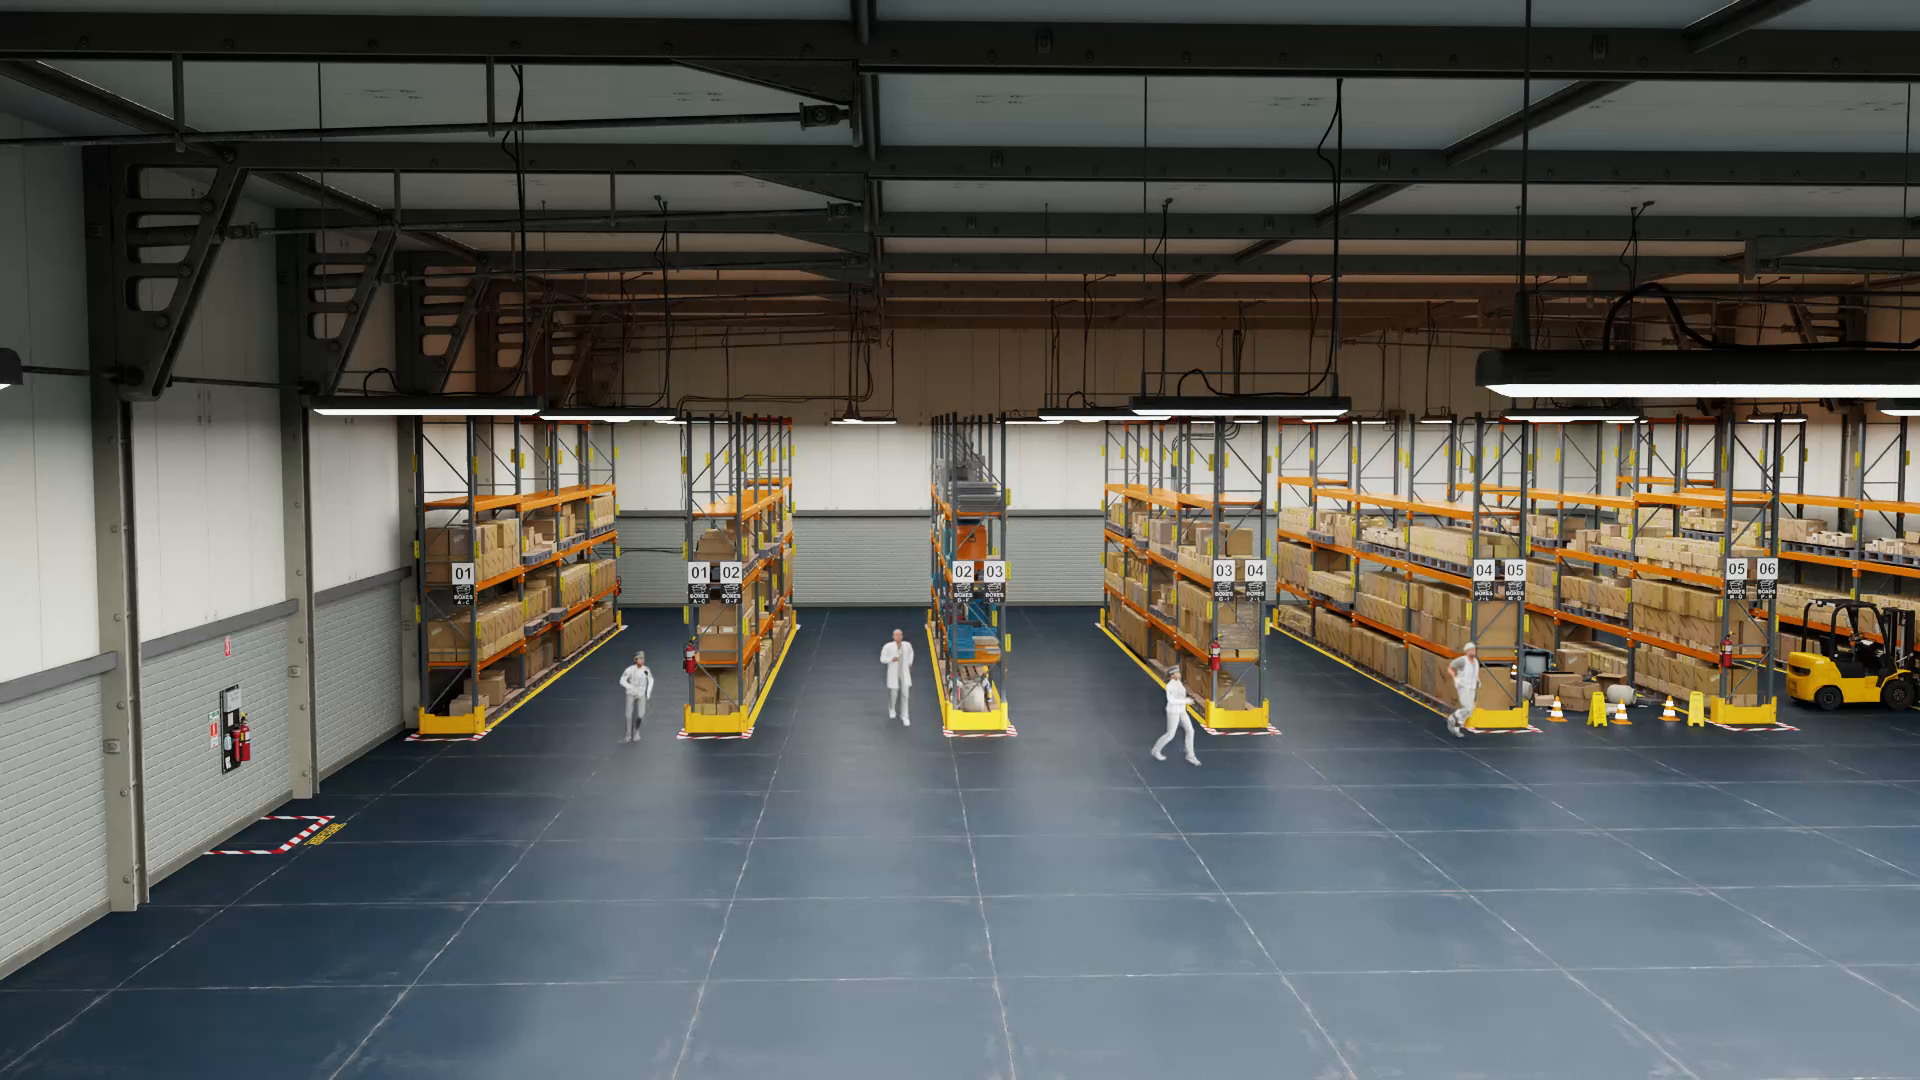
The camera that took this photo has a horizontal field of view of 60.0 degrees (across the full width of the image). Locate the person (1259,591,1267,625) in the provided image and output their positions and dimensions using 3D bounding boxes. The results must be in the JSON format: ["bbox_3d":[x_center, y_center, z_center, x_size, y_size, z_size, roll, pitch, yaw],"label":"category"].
[{"bbox_3d":[8.057,1.825,45.075,0.572,1.697,0.876,0,4,2],"label":"person"}]

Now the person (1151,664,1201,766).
[{"bbox_3d":[3.683,2.959,28.280,0.855,1.718,0.618,2,5,33],"label":"person"}]

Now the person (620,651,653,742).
[{"bbox_3d":[-5.883,2.851,30.325,0.635,1.652,0.555,-1,4,-17],"label":"person"}]

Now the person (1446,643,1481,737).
[{"bbox_3d":[9.379,2.768,30.749,0.660,1.746,0.556,-2,5,-31],"label":"person"}]

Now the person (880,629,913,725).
[{"bbox_3d":[-1.189,2.652,32.102,0.708,1.713,1.000,-1,4,-15],"label":"person"}]
